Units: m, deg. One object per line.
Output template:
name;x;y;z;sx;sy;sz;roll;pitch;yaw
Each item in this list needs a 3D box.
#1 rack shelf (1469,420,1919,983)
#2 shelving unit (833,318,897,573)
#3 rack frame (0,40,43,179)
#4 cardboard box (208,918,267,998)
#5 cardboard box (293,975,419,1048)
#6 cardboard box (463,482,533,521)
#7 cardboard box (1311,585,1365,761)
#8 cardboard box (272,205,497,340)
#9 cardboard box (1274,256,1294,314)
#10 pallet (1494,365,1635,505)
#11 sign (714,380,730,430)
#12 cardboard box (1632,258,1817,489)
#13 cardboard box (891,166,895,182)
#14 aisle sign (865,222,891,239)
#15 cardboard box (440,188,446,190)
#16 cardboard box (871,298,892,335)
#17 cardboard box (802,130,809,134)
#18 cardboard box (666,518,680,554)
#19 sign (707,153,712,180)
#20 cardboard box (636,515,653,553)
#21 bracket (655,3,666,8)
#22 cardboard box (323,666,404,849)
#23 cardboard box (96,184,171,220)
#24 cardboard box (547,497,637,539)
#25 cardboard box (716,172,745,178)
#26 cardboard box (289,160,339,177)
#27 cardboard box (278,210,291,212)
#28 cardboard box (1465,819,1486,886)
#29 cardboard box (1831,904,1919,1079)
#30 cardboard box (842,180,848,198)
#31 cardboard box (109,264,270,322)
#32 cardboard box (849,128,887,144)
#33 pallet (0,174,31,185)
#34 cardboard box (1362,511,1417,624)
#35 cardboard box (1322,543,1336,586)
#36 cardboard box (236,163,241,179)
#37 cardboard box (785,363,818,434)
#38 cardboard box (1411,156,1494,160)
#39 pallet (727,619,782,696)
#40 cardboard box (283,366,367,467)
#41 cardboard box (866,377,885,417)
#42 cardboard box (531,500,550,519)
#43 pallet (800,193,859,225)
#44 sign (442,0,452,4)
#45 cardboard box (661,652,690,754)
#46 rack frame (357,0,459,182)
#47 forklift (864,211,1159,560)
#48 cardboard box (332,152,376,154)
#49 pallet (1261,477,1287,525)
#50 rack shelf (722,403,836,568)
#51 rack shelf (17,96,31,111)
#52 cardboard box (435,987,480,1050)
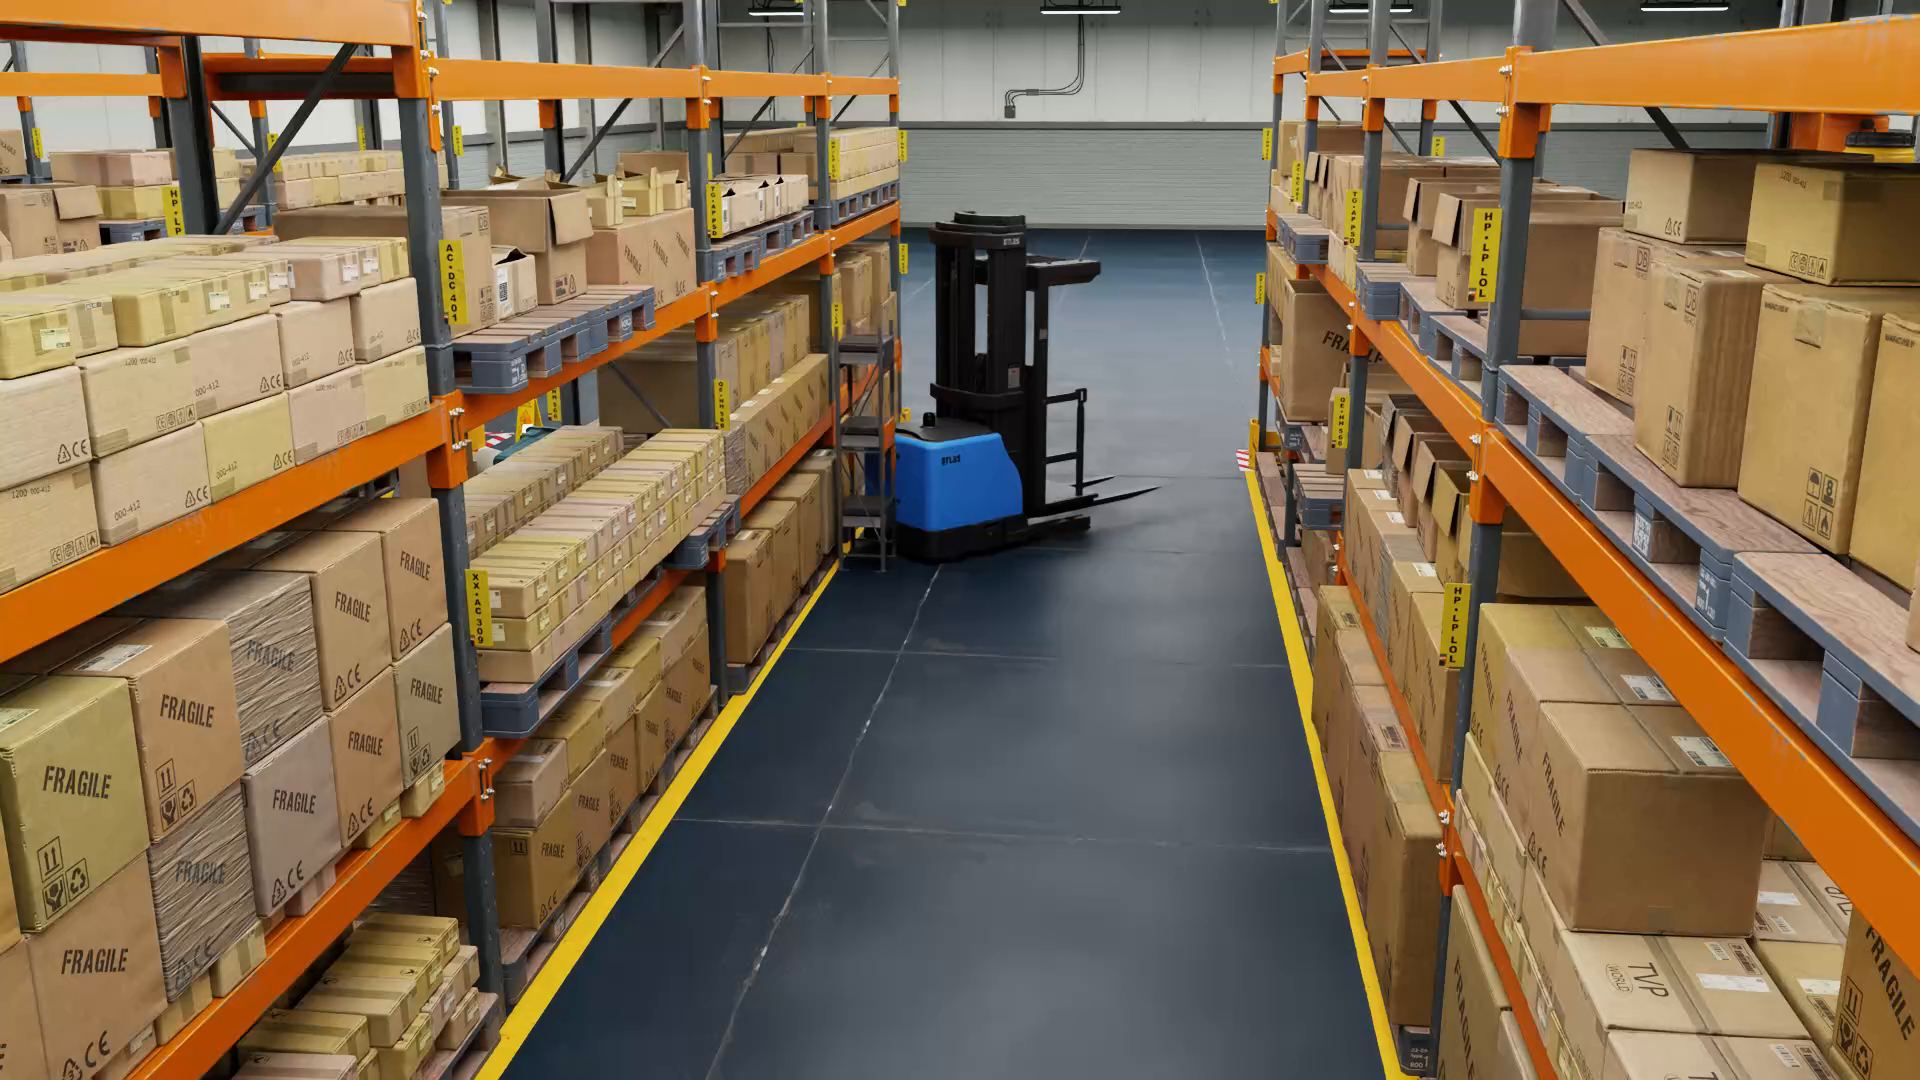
rack shelf;2.177;0.273;4.126;1.077;0.370;4.000;2;15;6
shelving unit;-0.802;-0.805;14.200;0.431;2.100;0.503;2;16;9
rack frame;-11.022;-5.590;18.685;1.000;3.000;0.127;2;15;6
cardboard box;-2.418;1.292;5.205;0.380;0.149;0.250;2;15;7
cardboard box;-2.306;1.801;6.360;0.380;0.149;0.250;2;15;6
cardboard box;-2.486;-0.204;8.794;0.380;0.149;0.250;1;15;5
cardboard box;2.756;0.819;9.741;1.225;0.875;0.875;1;15;4
cardboard box;-2.362;-1.111;6.871;0.700;0.500;0.500;2;15;6
cardboard box;3.255;-2.408;15.733;0.500;0.500;0.500;2;15;6
pallet;2.300;-0.338;5.178;1.003;0.211;1.213;2;15;6
sign;-1.522;-0.862;10.625;0.100;0.325;0.005;2;15;6
cardboard box;2.109;-0.417;4.111;0.700;0.500;0.500;2;15;9
cardboard box;-0.890;-3.846;17.465;0.380;0.149;0.250;2;15;7
aisle sign;-0.854;-3.694;18.185;0.394;0.787;0.004;2;15;6
cardboard box;-5.852;-3.775;18.200;0.380;0.149;0.250;2;15;7
cardboard box;-1.197;-2.261;17.579;0.875;0.550;0.550;2;15;6
cardboard box;-1.687;-3.919;16.208;0.380;0.149;0.250;2;15;7
cardboard box;-1.780;-0.029;9.289;0.380;0.149;0.250;1;15;4
sign;-2.163;-3.144;14.242;0.100;0.325;0.005;2;15;6
cardboard box;-1.838;-0.037;8.746;0.380;0.149;0.250;1;15;5
bracket;-8.305;-14.837;45.984;0.235;0.232;0.430;2;15;6
cardboard box;-2.348;0.759;5.934;0.500;0.500;0.500;1;15;5
cardboard box;-6.584;-2.671;13.118;0.500;0.250;0.500;2;15;7
cardboard box;-1.868;-0.110;8.447;0.380;0.149;0.250;2;15;8
cardboard box;-1.927;-2.877;13.659;0.258;0.266;0.396;1;15;5
cardboard box;-6.086;-3.499;15.652;0.380;0.149;0.250;2;15;6
cardboard box;-6.259;-2.913;15.011;0.380;0.149;0.250;1;15;5
cardboard box;2.010;1.111;5.875;0.380;0.149;0.250;1;15;4
cardboard box;2.383;1.078;3.796;0.500;0.500;0.500;1;15;5
cardboard box;-1.205;-3.122;14.786;0.380;0.149;0.250;2;15;6
cardboard box;-2.387;-0.767;5.159;0.380;0.149;0.250;1;15;4
cardboard box;-0.947;-4.097;16.864;0.380;0.149;0.250;2;15;7
pallet;-11.128;-3.917;18.413;1.003;0.211;1.213;2;15;6
cardboard box;2.419;0.154;8.742;0.500;0.500;0.500;1;15;5
cardboard box;3.017;0.346;12.170;0.700;0.500;0.500;3;15;11
cardboard box;-6.722;-3.312;14.959;0.380;0.149;0.250;2;15;7
cardboard box;-1.461;-1.166;13.625;0.500;0.500;0.500;2;15;6
cardboard box;3.274;-2.297;11.101;0.500;0.500;0.500;1;15;5
pallet;-1.899;0.789;11.928;1.003;0.211;1.213;2;15;6
cardboard box;-2.369;-0.429;5.629;0.500;0.250;0.500;2;15;6
cardboard box;-1.268;-1.201;17.210;0.875;0.875;0.875;1;15;5
cardboard box;-2.460;-0.126;9.078;0.380;0.149;0.250;2;15;6
pallet;-1.508;-3.009;15.056;1.003;0.211;1.213;2;15;6
sign;-5.540;-5.951;17.926;0.100;0.325;0.005;2;15;6
cardboard box;-1.939;0.962;9.930;0.500;0.500;0.500;2;15;9
rack frame;-6.090;-5.445;18.148;1.000;3.000;0.127;2;15;6
forklift;0.583;-1.533;15.305;3.031;2.935;1.130;-12;19;-38
cardboard box;-6.435;-4.046;17.673;0.380;0.149;0.250;2;15;6
pallet;3.482;-0.366;16.201;1.003;0.211;1.213;2;15;6
rack shelf;-1.837;-0.526;12.828;1.077;0.370;4.000;2;15;6
rack shelf;-11.248;-4.531;16.913;1.077;0.370;4.000;2;15;6
cardboard box;-2.220;1.968;6.883;0.380;0.149;0.250;2;15;7
